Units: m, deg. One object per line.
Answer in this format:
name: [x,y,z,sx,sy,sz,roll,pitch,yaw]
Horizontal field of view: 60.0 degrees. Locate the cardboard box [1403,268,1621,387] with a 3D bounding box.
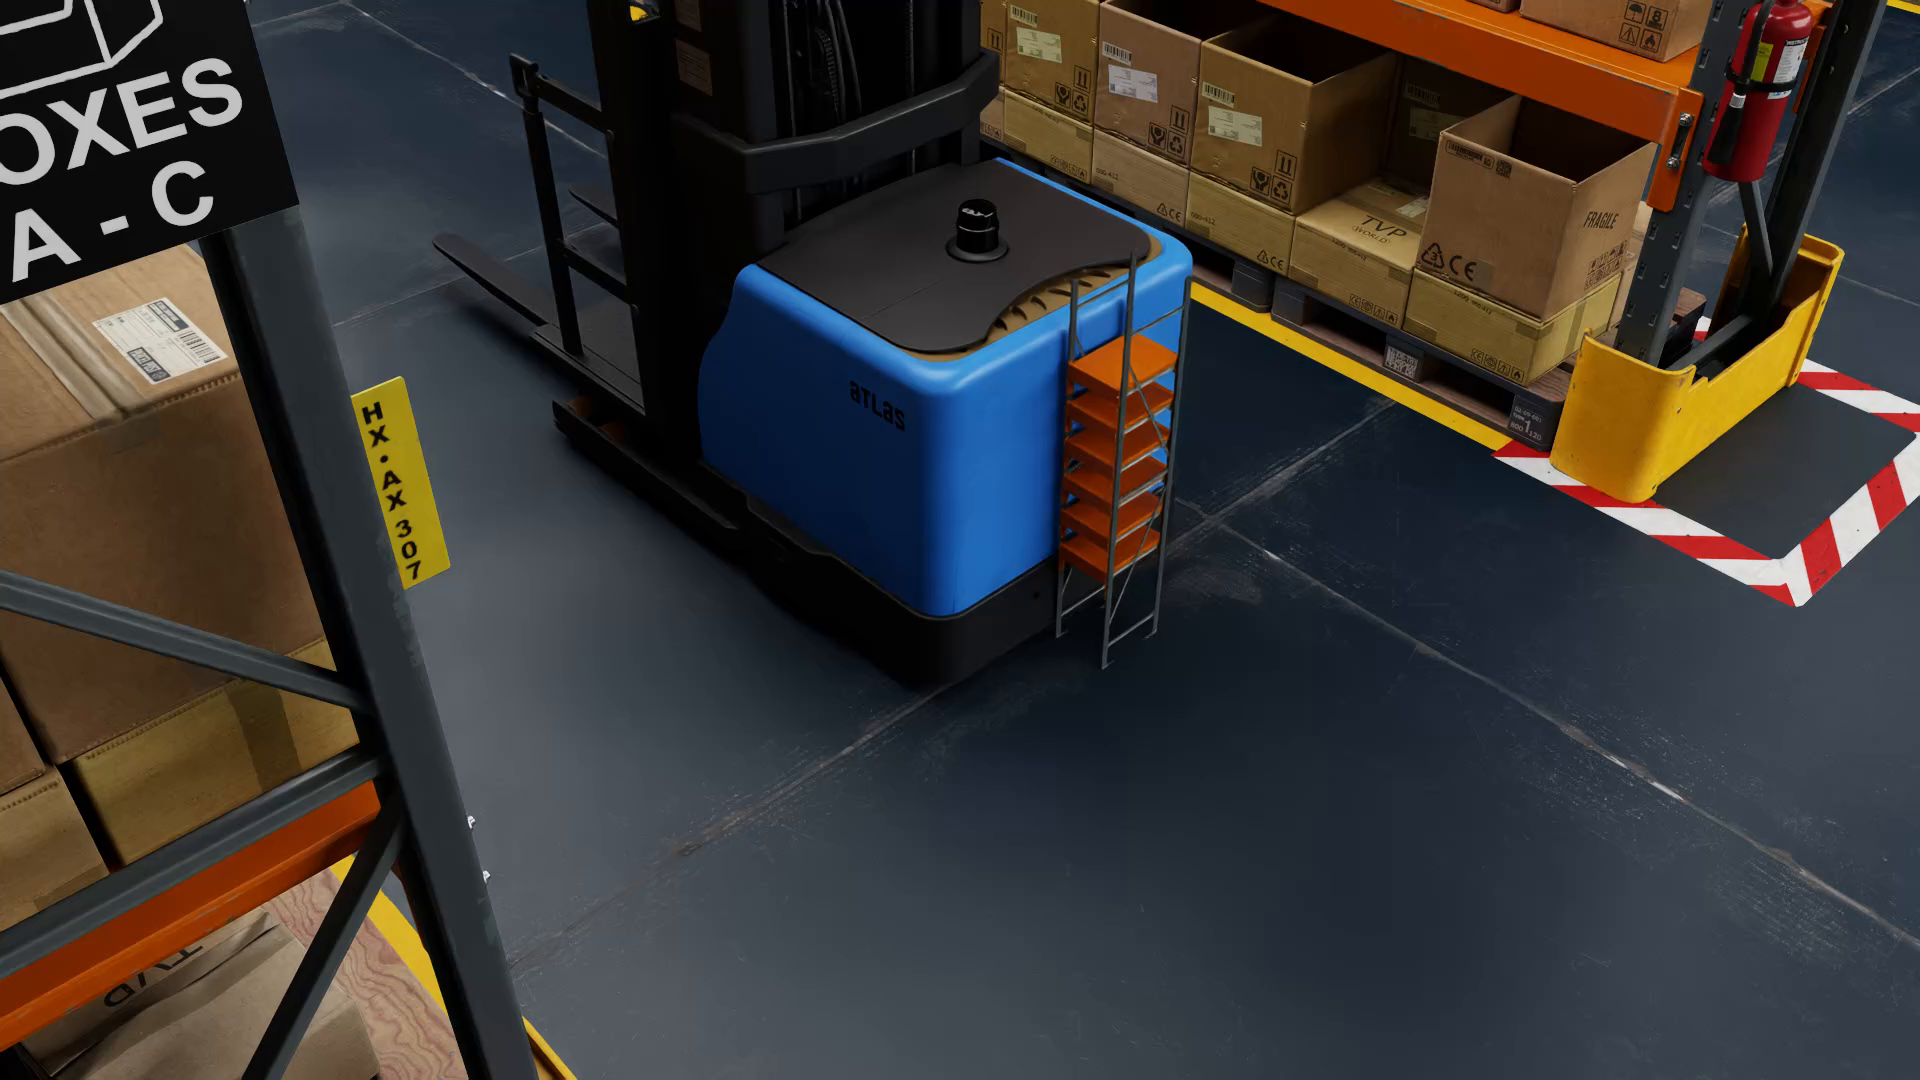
cardboard box: [1.898,-0.823,5.736,0.500,0.250,0.500,-30,48,-32]

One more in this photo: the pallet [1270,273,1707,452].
pallet: [1.931,-0.858,6.144,1.003,0.211,1.213,-30,48,-32]

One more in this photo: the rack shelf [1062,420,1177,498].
rack shelf: [0.429,-0.244,4.477,0.258,0.103,0.180,-31,48,-32]

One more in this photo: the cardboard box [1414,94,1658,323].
cardboard box: [1.897,-1.114,5.499,0.500,0.500,0.500,-30,48,-32]

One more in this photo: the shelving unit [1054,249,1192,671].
shelving unit: [0.429,-0.185,4.525,0.258,1.200,0.189,-31,48,-32]

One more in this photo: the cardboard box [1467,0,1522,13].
cardboard box: [1.814,-2.108,5.393,0.700,0.500,0.500,-29,47,-31]

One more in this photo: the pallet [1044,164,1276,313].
pallet: [1.110,-1.423,6.843,1.003,0.211,1.213,-30,48,-32]

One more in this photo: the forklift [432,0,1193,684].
forklift: [-0.723,-1.570,4.862,1.130,2.935,3.031,-31,48,-32]

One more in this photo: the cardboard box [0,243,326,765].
cardboard box: [-1.269,-0.090,2.481,0.500,0.500,0.500,-30,48,-32]

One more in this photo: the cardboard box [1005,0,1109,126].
cardboard box: [0.533,-2.033,6.637,0.500,0.500,0.500,-30,48,-32]

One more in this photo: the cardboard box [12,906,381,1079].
cardboard box: [-1.569,1.016,3.394,0.500,0.311,0.500,29,47,31]

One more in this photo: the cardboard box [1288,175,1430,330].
cardboard box: [1.551,-1.049,6.016,0.500,0.250,0.500,-30,48,-32]

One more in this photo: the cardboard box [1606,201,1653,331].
cardboard box: [2.280,-1.043,6.009,0.500,0.250,0.500,-30,48,-32]

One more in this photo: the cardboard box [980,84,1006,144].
cardboard box: [0.198,-1.975,7.162,0.500,0.250,0.500,-30,48,-32]

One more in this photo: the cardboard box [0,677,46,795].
cardboard box: [-1.643,0.131,2.207,0.500,0.500,0.500,-31,48,-32]

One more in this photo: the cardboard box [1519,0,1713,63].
cardboard box: [2.172,-1.867,5.095,0.700,0.500,0.500,-30,48,-32]

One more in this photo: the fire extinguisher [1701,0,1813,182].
fire extinguisher: [2.217,-1.325,4.564,0.296,0.674,0.183,-30,48,-32]

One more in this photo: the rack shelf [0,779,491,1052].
rack shelf: [-2.520,-0.146,3.616,1.077,0.370,4.000,-30,48,-32]

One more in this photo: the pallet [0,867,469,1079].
pallet: [-1.742,1.159,3.647,1.003,0.211,1.213,-30,48,-32]

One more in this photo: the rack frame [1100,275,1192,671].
rack frame: [0.492,-0.144,4.473,0.240,1.200,0.006,-31,48,-32]

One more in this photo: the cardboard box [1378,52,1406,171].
cardboard box: [1.593,-1.791,6.338,0.500,0.500,0.500,-30,48,-32]

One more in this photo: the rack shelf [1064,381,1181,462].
rack shelf: [0.429,-0.337,4.402,0.258,0.103,0.180,-31,48,-32]

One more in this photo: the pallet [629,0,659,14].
pallet: [-1.583,-3.262,9.121,1.003,0.211,1.213,-30,48,-32]

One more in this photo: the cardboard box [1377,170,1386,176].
cardboard box: [1.601,-1.505,6.580,0.500,0.250,0.500,-30,48,-32]

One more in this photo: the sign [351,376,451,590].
sign: [-0.768,-0.067,2.257,0.100,0.325,0.005,-30,48,-32]

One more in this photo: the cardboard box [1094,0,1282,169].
cardboard box: [0.873,-1.802,6.352,0.500,0.500,0.500,-30,48,-32]

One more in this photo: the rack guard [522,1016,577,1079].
rack guard: [-1.219,1.437,3.073,1.175,0.500,0.348,-30,48,-32]

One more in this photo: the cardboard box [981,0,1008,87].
cardboard box: [0.200,-2.268,6.928,0.500,0.500,0.500,-30,48,-32]

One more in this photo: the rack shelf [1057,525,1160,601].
rack shelf: [0.429,0.036,4.703,0.258,0.103,0.180,-31,48,-32]

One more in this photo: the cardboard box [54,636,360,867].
cardboard box: [-1.264,0.190,2.731,0.500,0.250,0.500,-31,48,-33]

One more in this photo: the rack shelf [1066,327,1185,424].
rack shelf: [0.429,-0.431,4.326,0.258,0.103,0.180,-31,48,-32]

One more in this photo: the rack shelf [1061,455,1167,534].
rack shelf: [0.429,-0.151,4.552,0.258,0.103,0.180,-31,48,-32]

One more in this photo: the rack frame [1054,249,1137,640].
rack frame: [0.366,-0.227,4.576,0.240,1.200,0.006,-31,48,-32]

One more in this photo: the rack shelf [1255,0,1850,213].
rack shelf: [1.126,-2.253,6.224,1.077,0.370,4.000,-30,48,-32]

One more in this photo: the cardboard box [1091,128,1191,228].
cardboard box: [0.875,-1.512,6.589,0.500,0.250,0.500,-30,48,-32]

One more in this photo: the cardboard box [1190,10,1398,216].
cardboard box: [1.210,-1.571,6.065,0.500,0.500,0.500,-30,48,-32]

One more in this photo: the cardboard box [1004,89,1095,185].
cardboard box: [0.533,-1.741,6.873,0.500,0.250,0.500,-30,48,-32]

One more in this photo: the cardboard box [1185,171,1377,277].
cardboard box: [1.212,-1.280,6.302,0.500,0.250,0.500,-30,48,-32]

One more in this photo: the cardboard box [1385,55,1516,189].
cardboard box: [1.940,-1.566,6.058,0.500,0.500,0.500,-30,48,-32]

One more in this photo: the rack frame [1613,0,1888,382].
rack frame: [2.479,-1.607,4.852,1.000,3.000,0.127,-30,48,-32]

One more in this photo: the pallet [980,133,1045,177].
pallet: [0.280,-1.987,7.543,1.003,0.211,1.213,-30,48,-32]

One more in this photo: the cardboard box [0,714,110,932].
cardboard box: [-1.626,0.417,2.450,0.500,0.250,0.500,-29,47,-31]

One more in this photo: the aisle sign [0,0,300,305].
aisle sign: [-0.898,-0.606,1.543,0.394,0.787,0.004,-30,48,-32]

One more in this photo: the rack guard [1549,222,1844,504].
rack guard: [2.495,-0.623,5.624,1.175,0.500,0.348,-30,48,-32]

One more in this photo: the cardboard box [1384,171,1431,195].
cardboard box: [1.939,-1.273,6.293,0.500,0.250,0.500,-30,48,-32]

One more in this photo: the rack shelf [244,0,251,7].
rack shelf: [-2.520,-1.313,2.673,1.077,0.370,4.000,-30,48,-32]

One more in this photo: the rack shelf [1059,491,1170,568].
rack shelf: [0.429,-0.057,4.628,0.258,0.103,0.180,-31,48,-32]
